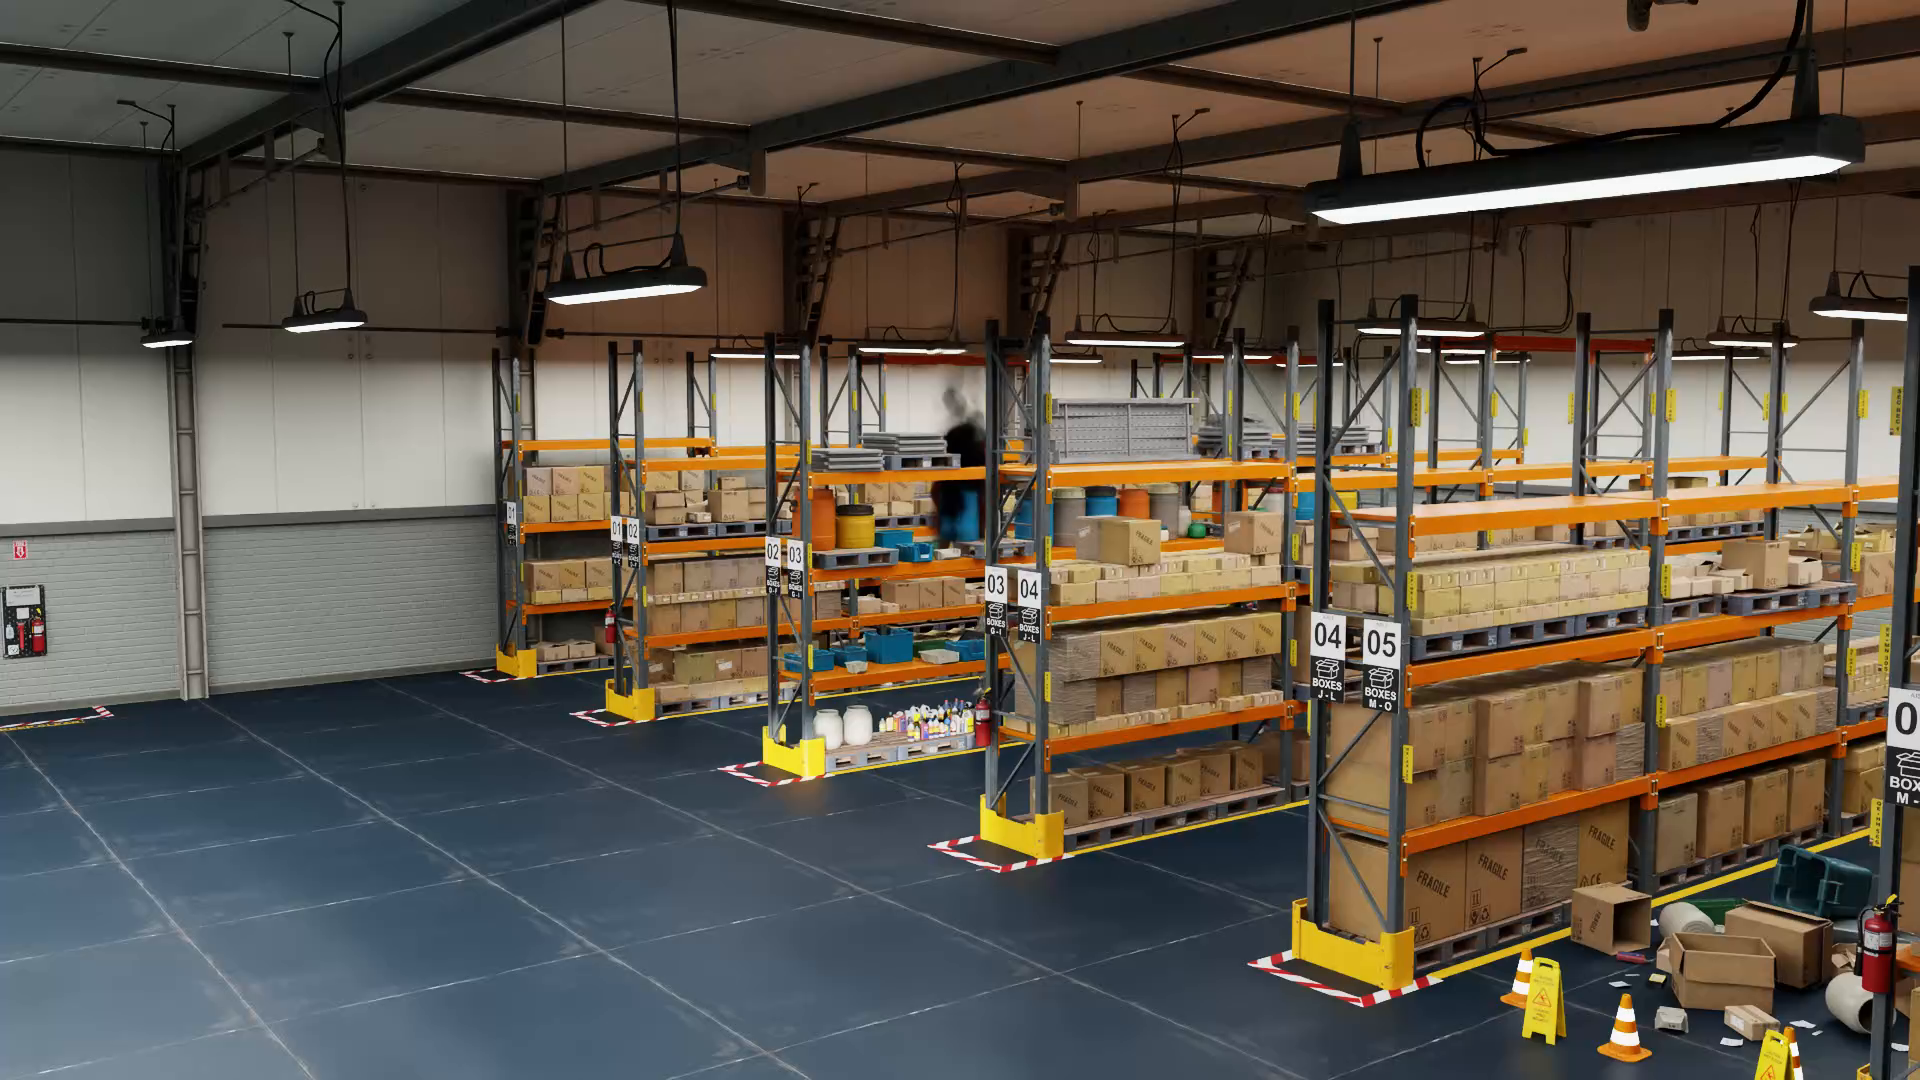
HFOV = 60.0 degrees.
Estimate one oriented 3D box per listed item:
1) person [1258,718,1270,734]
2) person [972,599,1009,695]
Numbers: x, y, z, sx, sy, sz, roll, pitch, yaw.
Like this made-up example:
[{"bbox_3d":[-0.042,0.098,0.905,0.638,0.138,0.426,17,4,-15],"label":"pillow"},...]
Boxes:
[{"bbox_3d":[4.823,2.091,25.355,0.864,1.676,0.570,-4,7,-40],"label":"person"},{"bbox_3d":[0.482,1.711,27.120,0.734,1.591,0.546,-4,7,-41],"label":"person"}]
